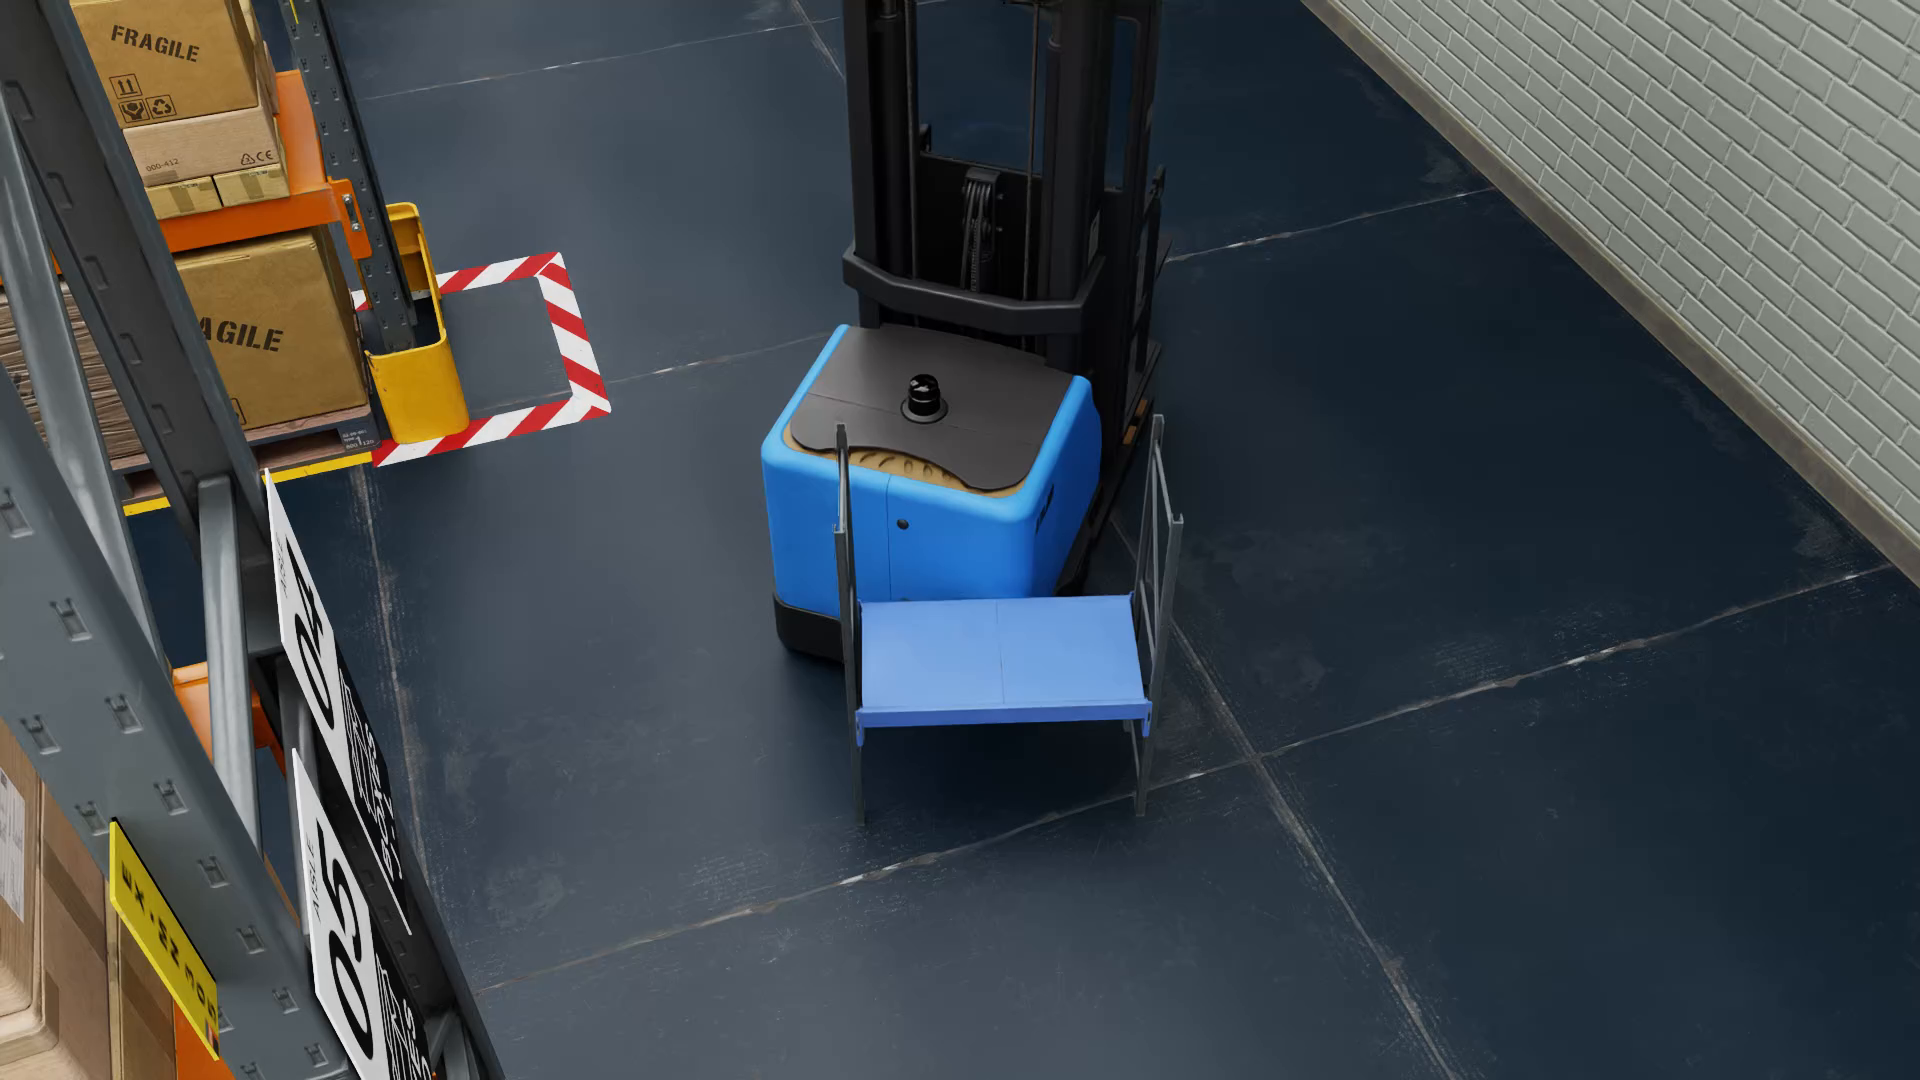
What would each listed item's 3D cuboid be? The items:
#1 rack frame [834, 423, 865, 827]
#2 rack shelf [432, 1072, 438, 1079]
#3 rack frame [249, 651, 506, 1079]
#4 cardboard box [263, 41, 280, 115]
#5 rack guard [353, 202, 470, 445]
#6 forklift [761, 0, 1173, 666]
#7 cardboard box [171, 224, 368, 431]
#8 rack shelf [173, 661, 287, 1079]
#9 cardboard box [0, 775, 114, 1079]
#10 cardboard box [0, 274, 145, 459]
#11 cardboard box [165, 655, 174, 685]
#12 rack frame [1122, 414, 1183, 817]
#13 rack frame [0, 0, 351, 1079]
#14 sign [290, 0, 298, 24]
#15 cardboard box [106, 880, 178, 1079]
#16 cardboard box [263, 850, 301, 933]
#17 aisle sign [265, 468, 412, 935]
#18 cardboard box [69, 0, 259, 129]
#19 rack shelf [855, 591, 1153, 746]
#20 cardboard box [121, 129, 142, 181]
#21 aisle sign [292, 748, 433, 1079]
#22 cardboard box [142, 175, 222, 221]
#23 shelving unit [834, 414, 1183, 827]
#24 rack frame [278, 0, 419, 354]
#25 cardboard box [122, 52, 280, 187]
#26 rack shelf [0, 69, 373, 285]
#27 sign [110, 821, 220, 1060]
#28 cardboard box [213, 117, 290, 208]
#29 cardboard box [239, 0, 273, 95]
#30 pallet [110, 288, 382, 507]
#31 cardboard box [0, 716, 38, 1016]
[{"bbox_3d":[-0.370,0.332,5.670,0.032,1.500,0.500,-2,45,-2],"label":"rack frame"},{"bbox_3d":[-2.893,2.164,3.293,4.000,0.370,1.077,-14,47,-14],"label":"rack shelf"},{"bbox_3d":[-1.012,1.429,3.517,0.127,3.000,1.000,-14,47,-14],"label":"rack frame"},{"bbox_3d":[-3.047,-1.946,7.058,0.250,0.149,0.380,-14,47,-13],"label":"cardboard box"},{"bbox_3d":[-2.579,-1.023,7.726,0.348,0.500,1.175,-14,47,-14],"label":"rack guard"},{"bbox_3d":[0.239,-1.472,6.458,1.130,2.935,3.031,14,47,13],"label":"forklift"},{"bbox_3d":[-3.176,-1.091,7.232,0.875,0.875,0.875,-14,47,-14],"label":"cardboard box"},{"bbox_3d":[-2.893,1.105,2.230,4.000,0.370,1.077,-14,47,-14],"label":"rack shelf"},{"bbox_3d":[-1.359,0.527,2.052,0.500,0.250,0.500,-16,47,-15],"label":"cardboard box"},{"bbox_3d":[-4.032,-0.872,7.014,0.875,0.875,0.875,-14,47,-14],"label":"cardboard box"},{"bbox_3d":[-1.521,0.361,2.570,0.500,0.250,0.500,-13,46,-12],"label":"cardboard box"},{"bbox_3d":[0.646,0.302,5.699,0.032,1.500,0.500,-2,45,-2],"label":"rack frame"},{"bbox_3d":[-1.012,-0.689,1.393,0.127,3.000,1.000,-14,47,-14],"label":"rack frame"},{"bbox_3d":[-2.430,-2.027,5.977,0.005,0.325,0.100,-14,47,-14],"label":"sign"},{"bbox_3d":[-1.350,0.709,2.223,0.500,0.250,0.500,-15,47,-15],"label":"cardboard box"},{"bbox_3d":[-1.525,0.867,3.091,0.500,0.500,0.500,-15,47,-14],"label":"cardboard box"},{"bbox_3d":[-1.045,0.294,2.813,0.004,0.787,0.394,-14,47,-14],"label":"aisle sign"},{"bbox_3d":[-2.970,-1.924,6.226,0.500,0.500,0.500,-14,47,-13],"label":"cardboard box"},{"bbox_3d":[0.138,0.444,5.812,1.000,0.185,0.538,-2,45,-2],"label":"rack shelf"},{"bbox_3d":[-3.444,-1.537,6.369,0.500,0.250,0.500,-15,47,-15],"label":"cardboard box"},{"bbox_3d":[-0.842,0.693,2.415,0.004,0.787,0.394,-14,47,-14],"label":"aisle sign"},{"bbox_3d":[-3.068,-1.443,6.557,0.250,0.149,0.380,-14,47,-13],"label":"cardboard box"},{"bbox_3d":[0.138,0.317,5.684,1.048,1.500,0.538,-2,45,-2],"label":"shelving unit"},{"bbox_3d":[-2.601,-1.900,6.835,0.127,3.000,1.000,-14,47,-14],"label":"rack frame"},{"bbox_3d":[-2.967,-1.659,6.490,0.500,0.250,0.500,-15,47,-14],"label":"cardboard box"},{"bbox_3d":[-4.482,-1.165,6.610,4.000,0.370,1.077,-14,47,-14],"label":"rack shelf"},{"bbox_3d":[-0.843,0.432,1.768,0.005,0.325,0.100,-14,47,-14],"label":"sign"},{"bbox_3d":[-2.824,-1.506,6.620,0.250,0.149,0.380,-14,47,-13],"label":"cardboard box"},{"bbox_3d":[-3.144,-2.016,6.847,0.500,0.250,0.500,-16,47,-15],"label":"cardboard box"},{"bbox_3d":[-3.327,-0.671,7.579,1.213,0.211,1.003,-14,47,-14],"label":"pallet"},{"bbox_3d":[-1.225,0.381,1.915,0.250,0.149,0.380,-15,47,-14],"label":"cardboard box"}]
